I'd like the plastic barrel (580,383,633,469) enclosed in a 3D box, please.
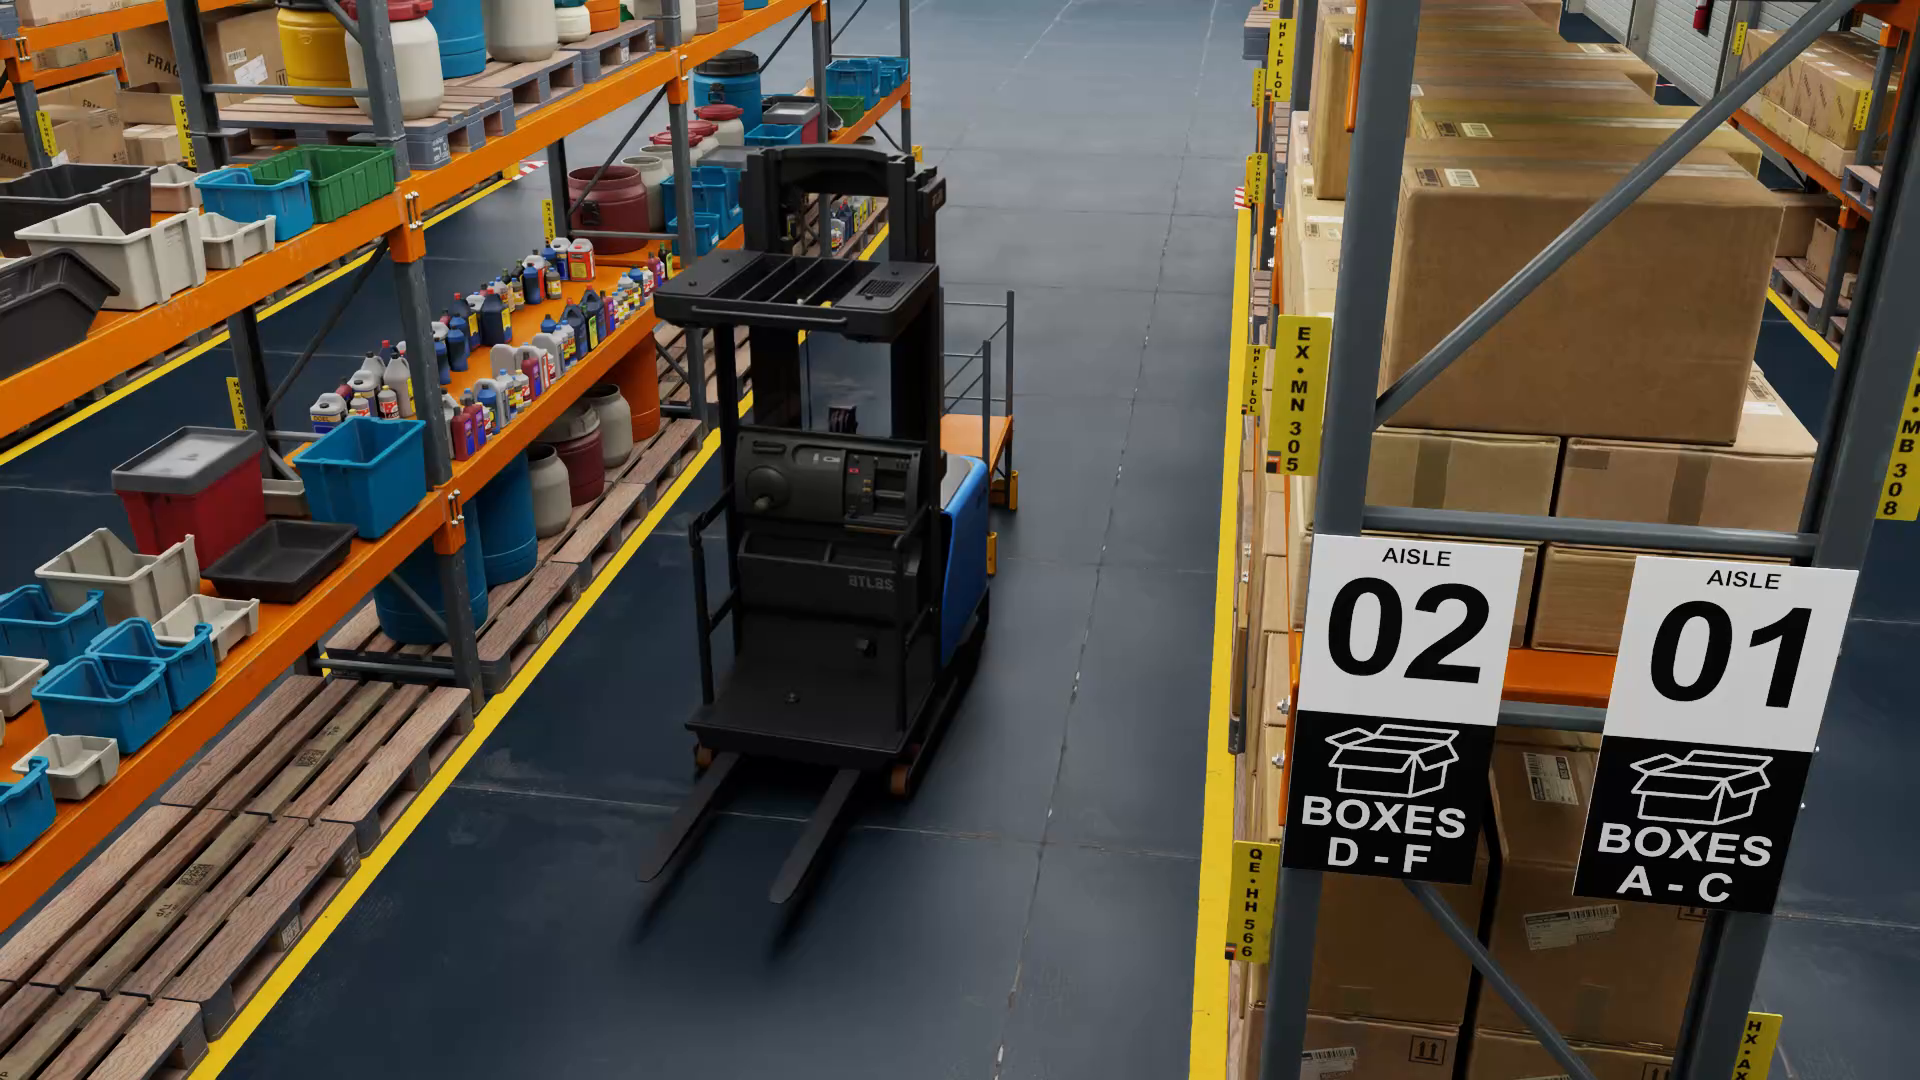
[{"bbox_3d":[-2.447,-0.776,11.309,0.421,0.512,0.421,0,25,0],"label":"plastic barrel"}]

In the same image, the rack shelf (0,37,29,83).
[{"bbox_3d":[-7.593,-2.700,10.291,1.077,0.370,4.000,4,25,9],"label":"rack shelf"}]

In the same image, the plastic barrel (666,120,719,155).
[{"bbox_3d":[-2.219,-3.204,13.896,0.433,0.535,0.433,0,25,0],"label":"plastic barrel"}]

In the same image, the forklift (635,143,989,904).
[{"bbox_3d":[-0.694,-0.258,7.845,1.130,2.935,3.031,6,26,13],"label":"forklift"}]

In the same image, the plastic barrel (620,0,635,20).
[{"bbox_3d":[-2.403,-4.005,12.393,0.301,0.262,0.301,0,25,0],"label":"plastic barrel"}]

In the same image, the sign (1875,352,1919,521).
[{"bbox_3d":[1.734,-0.187,3.042,0.100,0.325,0.005,4,25,9],"label":"sign"}]

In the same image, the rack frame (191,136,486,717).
[{"bbox_3d":[-3.034,-0.488,8.254,1.000,3.000,0.127,4,25,9],"label":"rack frame"}]

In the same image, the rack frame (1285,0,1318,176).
[{"bbox_3d":[1.852,-2.860,6.246,1.000,3.000,0.127,4,25,9],"label":"rack frame"}]

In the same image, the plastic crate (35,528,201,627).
[{"bbox_3d":[-3.465,0.164,6.930,0.437,0.282,0.530,4,25,9],"label":"plastic crate"}]

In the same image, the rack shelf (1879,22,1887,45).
[{"bbox_3d":[8.374,-5.017,15.240,1.077,0.370,4.000,4,25,9],"label":"rack shelf"}]

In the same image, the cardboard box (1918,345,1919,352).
[{"bbox_3d":[7.785,-1.475,12.794,0.700,0.500,0.500,4,25,9],"label":"cardboard box"}]

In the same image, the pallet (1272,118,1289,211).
[{"bbox_3d":[2.028,-1.685,7.494,1.213,0.211,1.003,4,25,9],"label":"pallet"}]

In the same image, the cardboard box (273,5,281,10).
[{"bbox_3d":[-6.288,-4.981,16.204,0.500,0.500,0.500,4,25,9],"label":"cardboard box"}]

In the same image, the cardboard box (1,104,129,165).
[{"bbox_3d":[-7.225,-3.209,13.453,0.700,0.500,0.500,8,26,16],"label":"cardboard box"}]

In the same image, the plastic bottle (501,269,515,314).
[{"bbox_3d":[-2.950,-1.607,10.782,0.061,0.283,0.133,4,25,9],"label":"plastic bottle"}]

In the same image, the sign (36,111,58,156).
[{"bbox_3d":[-6.718,-2.991,12.237,0.100,0.325,0.005,4,25,9],"label":"sign"}]

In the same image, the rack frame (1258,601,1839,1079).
[{"bbox_3d":[1.199,1.530,3.944,1.000,3.000,0.127,4,25,9],"label":"rack frame"}]

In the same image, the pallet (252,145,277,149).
[{"bbox_3d":[-6.881,-3.781,15.515,1.003,0.211,1.213,4,25,9],"label":"pallet"}]

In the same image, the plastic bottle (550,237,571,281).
[{"bbox_3d":[-2.770,-1.946,11.516,0.152,0.276,0.135,4,25,9],"label":"plastic bottle"}]

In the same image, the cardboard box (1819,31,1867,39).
[{"bbox_3d":[8.834,-4.889,16.926,0.500,0.500,0.500,4,25,8],"label":"cardboard box"}]

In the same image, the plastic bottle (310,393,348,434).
[{"bbox_3d":[-3.288,-0.619,8.681,0.152,0.276,0.135,4,25,9],"label":"plastic bottle"}]

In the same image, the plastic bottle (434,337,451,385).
[{"bbox_3d":[-2.998,-1.036,9.577,0.097,0.271,0.097,0,25,0],"label":"plastic bottle"}]

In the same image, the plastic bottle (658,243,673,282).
[{"bbox_3d":[-2.025,-1.909,11.429,0.061,0.283,0.133,4,25,9],"label":"plastic bottle"}]

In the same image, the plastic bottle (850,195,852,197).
[{"bbox_3d":[-1.114,-3.581,17.547,0.061,0.283,0.133,4,25,9],"label":"plastic bottle"}]

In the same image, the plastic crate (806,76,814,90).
[{"bbox_3d":[-1.536,-5.035,18.280,0.298,0.136,0.250,4,25,9],"label":"plastic crate"}]

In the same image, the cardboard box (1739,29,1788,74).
[{"bbox_3d":[8.327,-4.922,16.997,0.500,0.500,0.500,4,25,9],"label":"cardboard box"}]

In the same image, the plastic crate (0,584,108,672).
[{"bbox_3d":[-3.605,0.357,6.576,0.416,0.233,0.300,4,25,9],"label":"plastic crate"}]

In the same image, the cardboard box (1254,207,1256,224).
[{"bbox_3d":[3.260,-3.271,16.948,0.500,0.250,0.500,4,25,9],"label":"cardboard box"}]

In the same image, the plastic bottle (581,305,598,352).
[{"bbox_3d":[-2.264,-1.298,10.123,0.061,0.283,0.133,4,25,9],"label":"plastic bottle"}]

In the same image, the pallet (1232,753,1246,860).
[{"bbox_3d":[1.739,1.407,7.496,1.003,0.211,1.213,4,25,9],"label":"pallet"}]

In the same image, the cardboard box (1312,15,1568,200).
[{"bbox_3d":[1.513,-1.385,5.335,0.700,0.500,0.500,4,25,9],"label":"cardboard box"}]

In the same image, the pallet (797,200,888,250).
[{"bbox_3d":[-1.378,-3.361,17.681,1.003,0.211,1.213,4,25,9],"label":"pallet"}]

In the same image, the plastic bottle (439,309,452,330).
[{"bbox_3d":[-3.094,-1.239,9.997,0.061,0.283,0.133,4,25,9],"label":"plastic bottle"}]

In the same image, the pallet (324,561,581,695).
[{"bbox_3d":[-2.867,0.455,9.529,1.003,0.211,1.213,4,25,9],"label":"pallet"}]

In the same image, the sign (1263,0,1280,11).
[{"bbox_3d":[1.960,-3.487,10.419,0.100,0.325,0.005,4,25,9],"label":"sign"}]

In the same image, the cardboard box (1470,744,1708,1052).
[{"bbox_3d":[1.531,0.864,4.068,0.500,0.500,0.500,5,26,10],"label":"cardboard box"}]

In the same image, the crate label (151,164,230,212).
[{"bbox_3d":[-3.399,-1.543,7.280,0.293,0.136,0.466,4,25,9],"label":"crate label"}]

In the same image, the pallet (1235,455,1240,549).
[{"bbox_3d":[2.347,-0.244,11.022,1.003,0.211,1.213,4,25,9],"label":"pallet"}]

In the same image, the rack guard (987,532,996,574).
[{"bbox_3d":[-0.069,0.063,10.320,0.587,0.250,0.087,4,25,9],"label":"rack guard"}]

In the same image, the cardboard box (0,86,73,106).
[{"bbox_3d":[-11.023,-4.807,19.493,0.875,0.875,0.875,4,25,8],"label":"cardboard box"}]

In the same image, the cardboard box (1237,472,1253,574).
[{"bbox_3d":[1.903,-0.065,9.781,0.500,0.500,0.500,3,25,7],"label":"cardboard box"}]

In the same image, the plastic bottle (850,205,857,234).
[{"bbox_3d":[-1.086,-3.257,16.855,0.061,0.283,0.133,5,26,11],"label":"plastic bottle"}]

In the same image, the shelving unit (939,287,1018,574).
[{"bbox_3d":[0.012,-0.711,10.500,0.587,1.500,1.083,4,25,9],"label":"shelving unit"}]

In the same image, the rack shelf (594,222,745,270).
[{"bbox_3d":[-2.053,-2.672,13.768,1.077,0.370,4.000,4,25,9],"label":"rack shelf"}]

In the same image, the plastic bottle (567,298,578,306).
[{"bbox_3d":[-2.385,-1.364,10.263,0.061,0.283,0.133,4,25,9],"label":"plastic bottle"}]

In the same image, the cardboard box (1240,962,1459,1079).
[{"bbox_3d":[1.003,1.278,4.363,0.500,0.500,0.500,5,26,10],"label":"cardboard box"}]

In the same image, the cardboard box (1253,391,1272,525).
[{"bbox_3d":[1.414,-0.248,6.444,0.500,0.500,0.500,3,25,7],"label":"cardboard box"}]

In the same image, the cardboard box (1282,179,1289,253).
[{"bbox_3d":[1.529,-1.248,6.516,0.500,0.250,0.500,4,25,9],"label":"cardboard box"}]

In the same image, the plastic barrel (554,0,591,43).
[{"bbox_3d":[-2.411,-3.188,10.153,0.301,0.262,0.301,0,25,0],"label":"plastic barrel"}]

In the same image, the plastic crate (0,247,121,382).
[{"bbox_3d":[-3.167,-0.765,5.382,0.504,0.338,0.767,4,25,9],"label":"plastic crate"}]

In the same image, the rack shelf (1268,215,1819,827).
[{"bbox_3d":[1.525,-0.340,5.247,1.077,0.370,4.000,4,25,9],"label":"rack shelf"}]

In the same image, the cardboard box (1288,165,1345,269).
[{"bbox_3d":[1.355,-1.057,5.518,0.500,0.250,0.500,4,25,9],"label":"cardboard box"}]

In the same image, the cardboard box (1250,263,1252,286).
[{"bbox_3d":[2.849,-2.283,14.836,0.500,0.250,0.500,3,25,7],"label":"cardboard box"}]

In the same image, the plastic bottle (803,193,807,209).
[{"bbox_3d":[-1.693,-3.659,17.810,0.097,0.201,0.097,0,25,0],"label":"plastic bottle"}]

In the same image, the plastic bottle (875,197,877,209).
[{"bbox_3d":[-0.940,-3.640,17.771,0.097,0.201,0.097,0,25,0],"label":"plastic bottle"}]

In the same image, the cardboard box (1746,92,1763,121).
[{"bbox_3d":[8.237,-4.361,16.683,0.500,0.250,0.500,3,25,7],"label":"cardboard box"}]

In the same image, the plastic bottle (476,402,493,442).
[{"bbox_3d":[-2.530,-0.627,8.786,0.097,0.201,0.097,0,25,0],"label":"plastic bottle"}]
